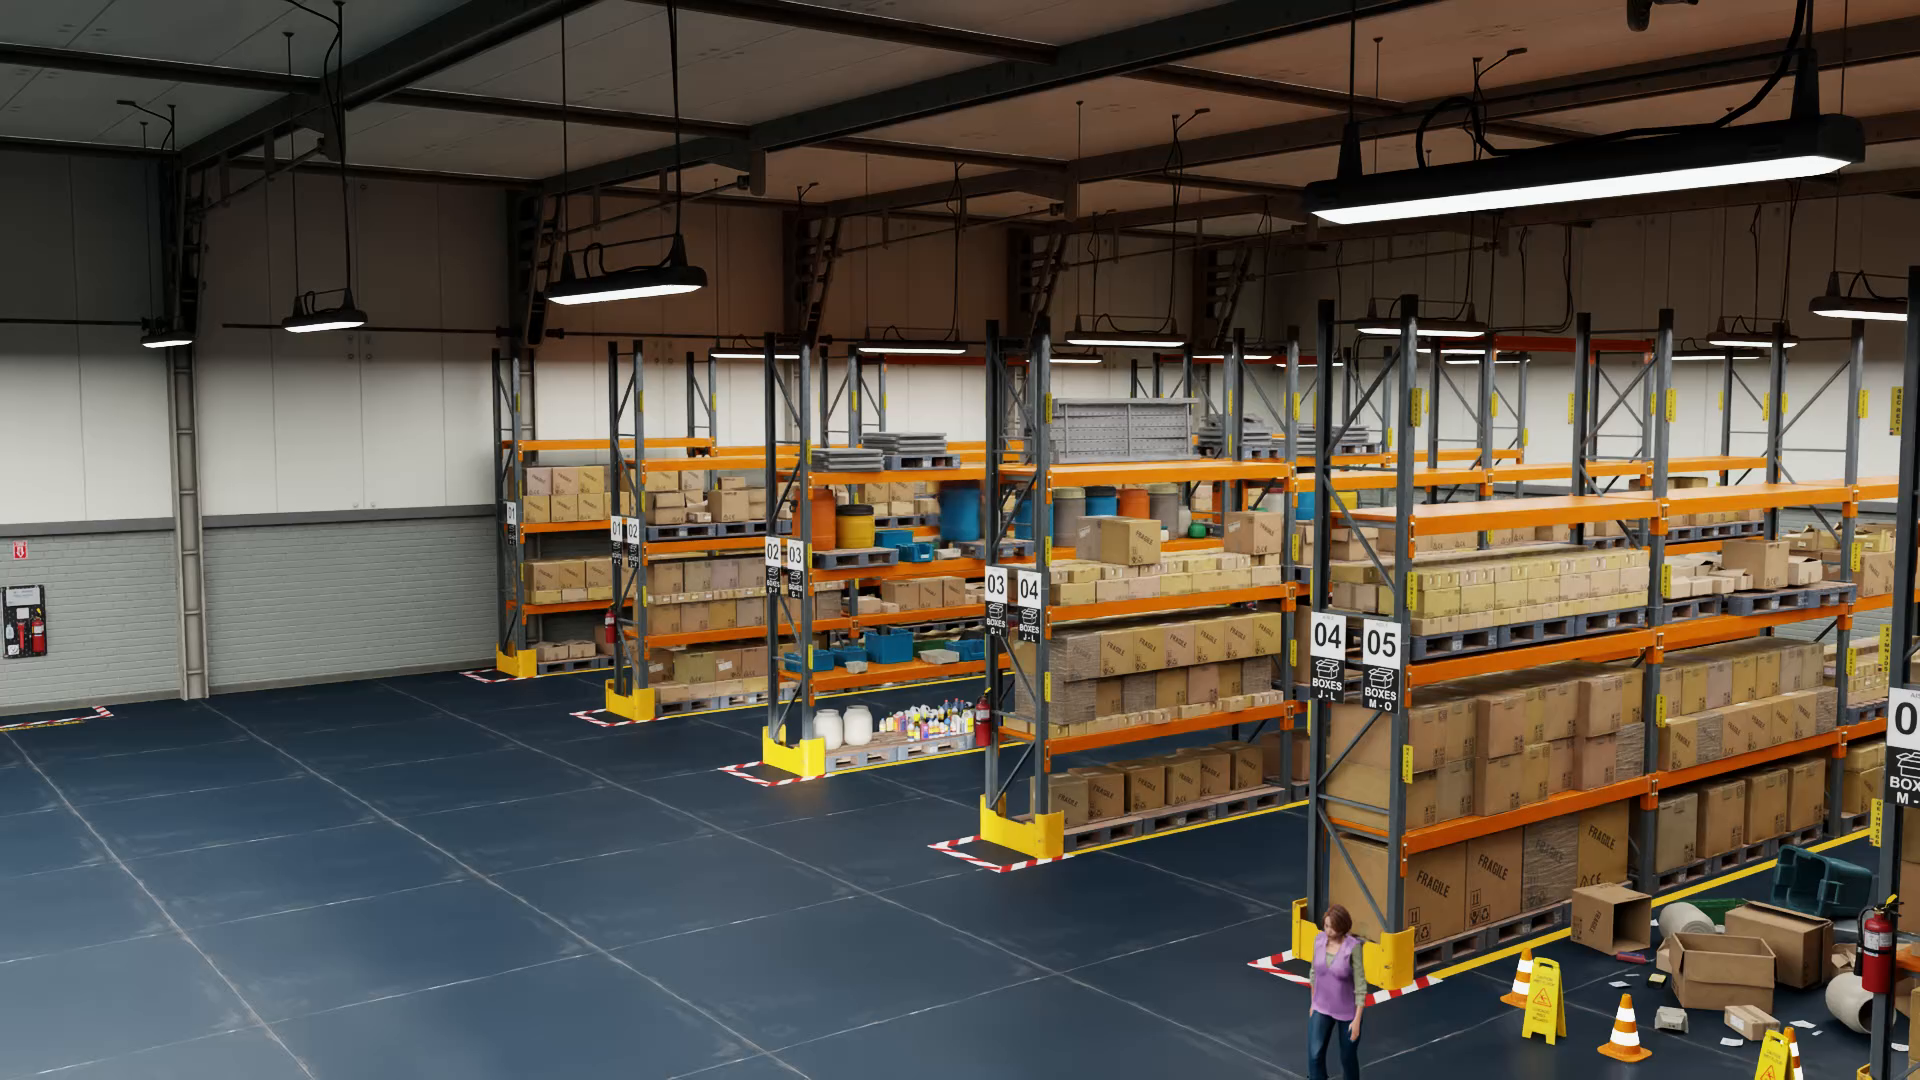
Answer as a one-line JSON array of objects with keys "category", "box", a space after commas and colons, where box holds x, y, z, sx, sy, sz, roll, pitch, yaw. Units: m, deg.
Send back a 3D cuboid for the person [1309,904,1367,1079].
[{"category": "person", "box": [2.643, 3.351, 11.692, 0.465, 1.579, 0.672, 3, 6, 34]}]
